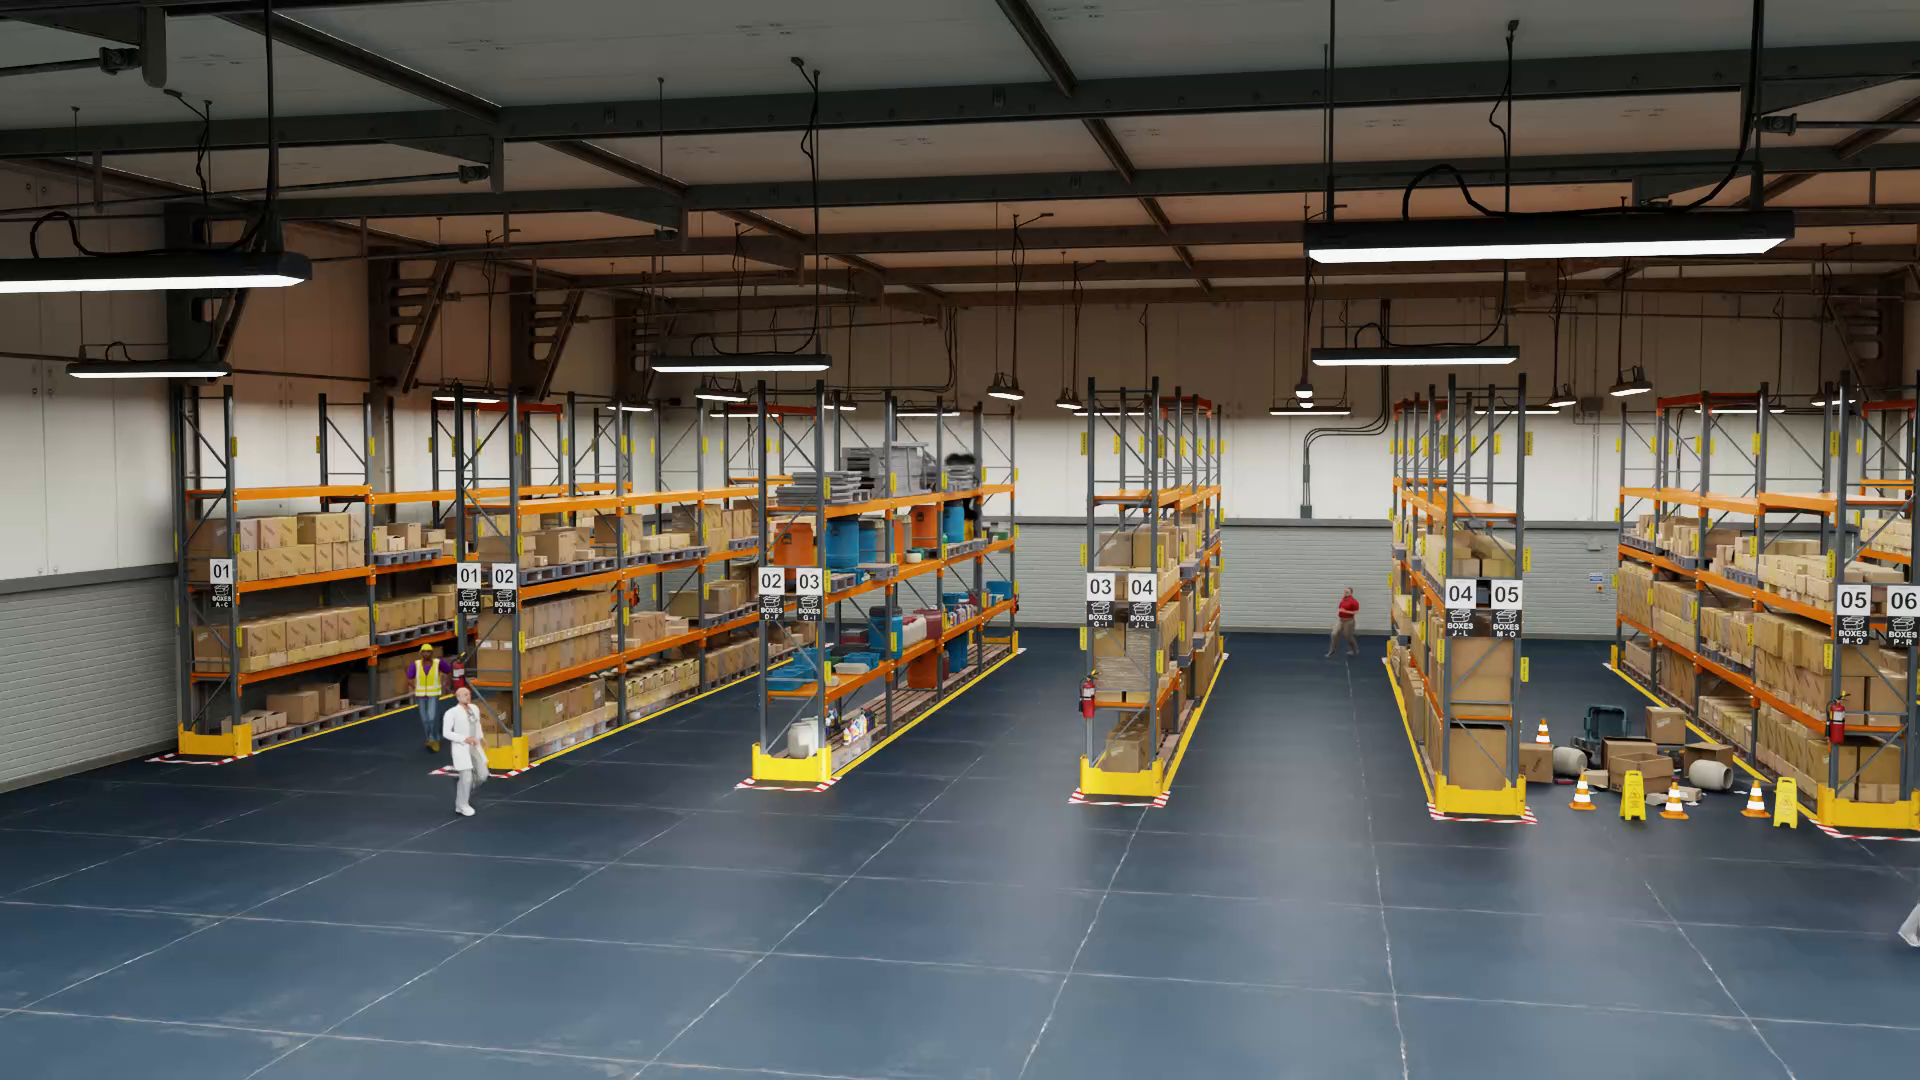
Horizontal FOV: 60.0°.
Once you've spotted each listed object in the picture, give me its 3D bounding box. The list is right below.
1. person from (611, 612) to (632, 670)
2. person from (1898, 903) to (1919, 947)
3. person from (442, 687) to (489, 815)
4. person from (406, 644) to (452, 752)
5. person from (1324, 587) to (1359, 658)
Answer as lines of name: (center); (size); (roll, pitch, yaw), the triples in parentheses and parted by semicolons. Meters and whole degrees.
person: (-7.006, 2.262, 34.570); (0.627, 1.695, 0.833); (1, 3, 13)
person: (9.712, 3.251, 16.255); (0.581, 1.736, 0.864); (-1, 4, -25)
person: (-6.703, 2.871, 22.634); (0.631, 1.737, 0.705); (2, 4, 35)
person: (-8.779, 2.598, 27.411); (0.683, 1.792, 0.730); (0, 3, -4)
person: (9.174, 1.967, 39.339); (0.847, 1.732, 0.773); (-2, 4, -30)
